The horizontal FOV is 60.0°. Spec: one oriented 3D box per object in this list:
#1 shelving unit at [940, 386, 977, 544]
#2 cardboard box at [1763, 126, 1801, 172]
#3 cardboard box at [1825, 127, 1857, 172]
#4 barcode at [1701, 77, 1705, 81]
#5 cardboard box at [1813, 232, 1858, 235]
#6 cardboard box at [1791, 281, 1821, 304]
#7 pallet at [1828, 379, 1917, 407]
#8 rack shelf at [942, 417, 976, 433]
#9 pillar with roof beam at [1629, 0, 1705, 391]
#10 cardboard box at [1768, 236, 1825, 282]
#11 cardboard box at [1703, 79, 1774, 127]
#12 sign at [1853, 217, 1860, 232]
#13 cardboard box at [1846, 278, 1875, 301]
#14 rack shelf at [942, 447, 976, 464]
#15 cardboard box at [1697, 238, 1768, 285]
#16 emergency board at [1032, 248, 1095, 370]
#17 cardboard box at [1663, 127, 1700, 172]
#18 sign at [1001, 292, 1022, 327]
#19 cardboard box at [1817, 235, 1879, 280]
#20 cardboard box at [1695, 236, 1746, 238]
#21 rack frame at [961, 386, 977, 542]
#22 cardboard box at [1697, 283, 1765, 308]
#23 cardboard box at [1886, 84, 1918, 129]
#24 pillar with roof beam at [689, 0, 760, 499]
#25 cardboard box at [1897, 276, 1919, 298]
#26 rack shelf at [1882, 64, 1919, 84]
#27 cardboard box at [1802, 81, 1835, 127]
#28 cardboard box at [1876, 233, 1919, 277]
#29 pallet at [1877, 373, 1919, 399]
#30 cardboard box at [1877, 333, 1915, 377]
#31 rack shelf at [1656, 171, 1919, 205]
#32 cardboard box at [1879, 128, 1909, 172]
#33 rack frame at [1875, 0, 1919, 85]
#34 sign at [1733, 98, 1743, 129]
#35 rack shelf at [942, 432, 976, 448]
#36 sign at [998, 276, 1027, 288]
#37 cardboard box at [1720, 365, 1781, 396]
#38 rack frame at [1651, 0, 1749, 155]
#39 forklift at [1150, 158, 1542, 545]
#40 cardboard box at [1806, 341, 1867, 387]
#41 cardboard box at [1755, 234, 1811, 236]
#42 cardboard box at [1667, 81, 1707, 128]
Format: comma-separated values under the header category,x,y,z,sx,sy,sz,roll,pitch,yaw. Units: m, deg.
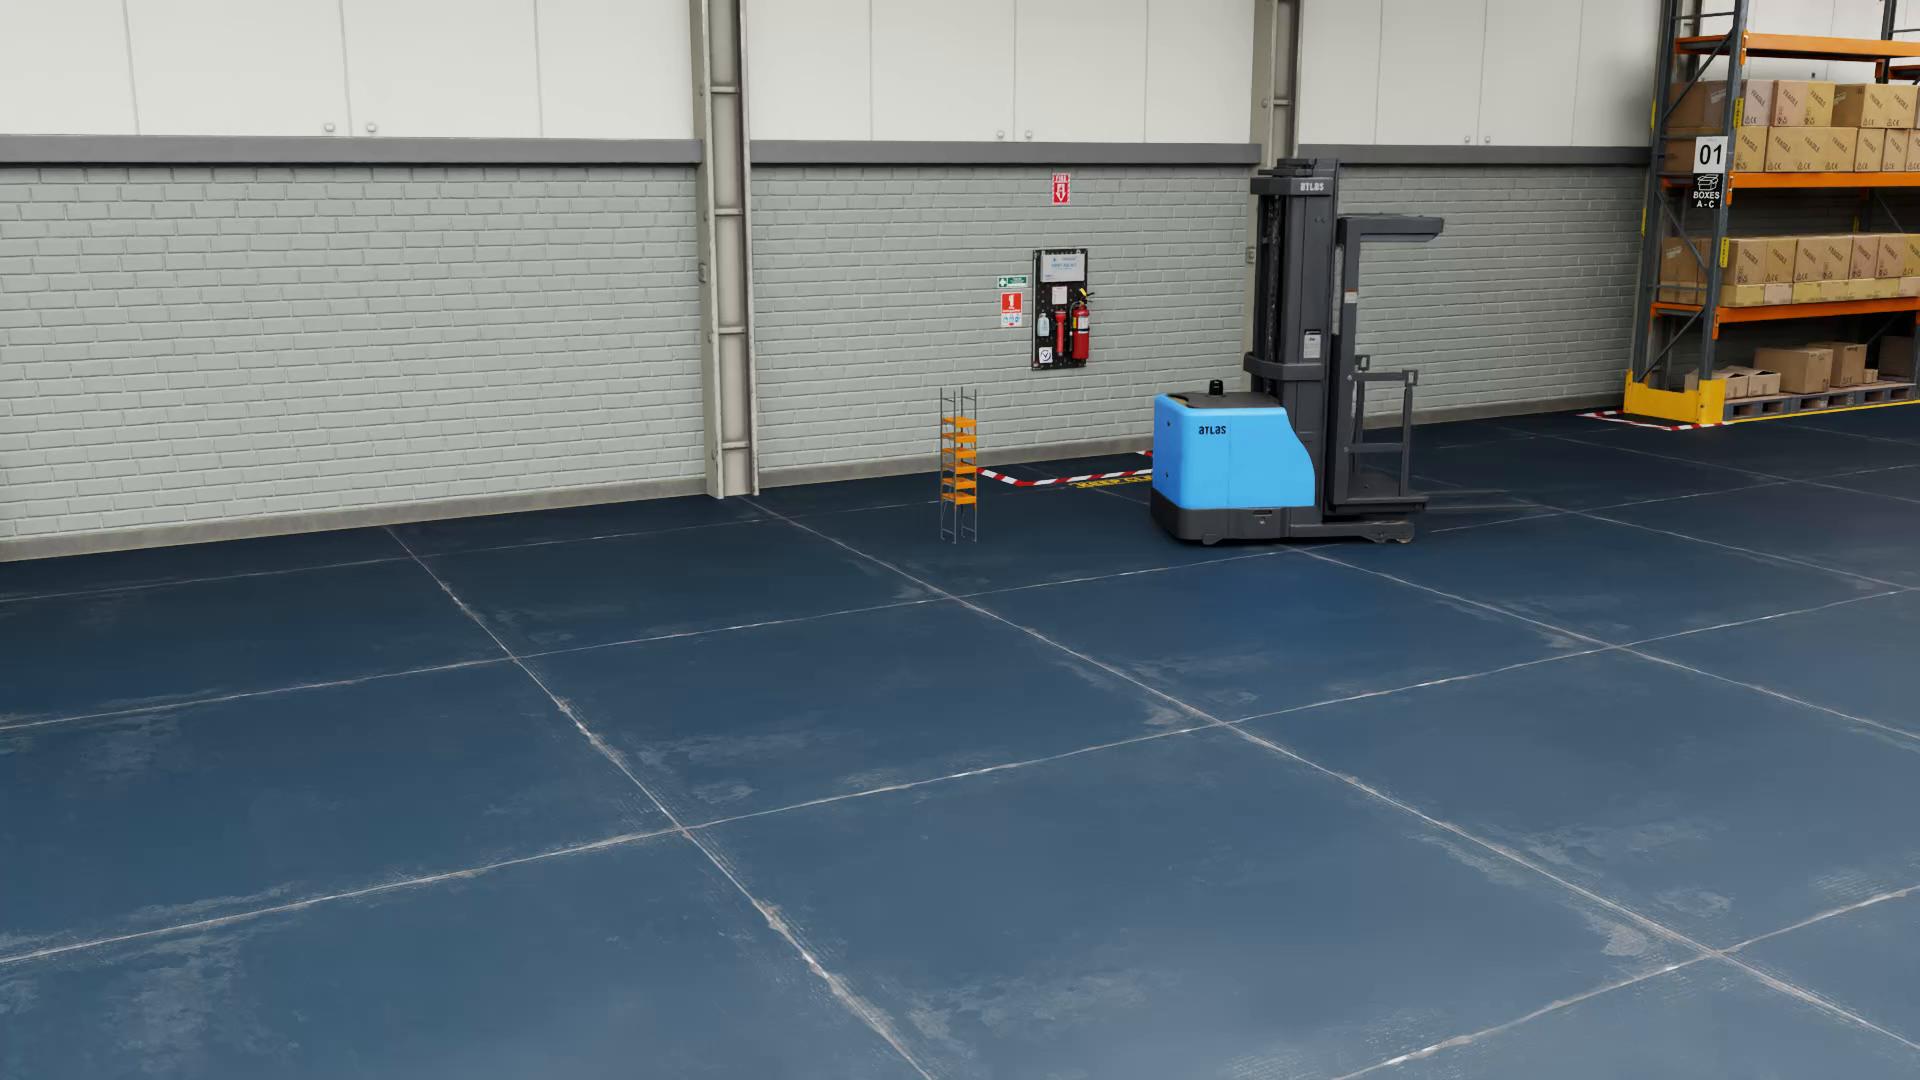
category,x,y,z,sx,sy,sz,roll,pitch,yaw
shelving unit,-0.013,-0.584,12.971,0.189,1.200,0.258,-7,14,-28
cardboard box,9.190,-4.459,18.985,0.500,0.500,0.500,-6,14,-24
cardboard box,10.104,-4.575,19.499,0.500,0.500,0.500,-6,14,-24
barcode,8.672,-5.364,19.409,0.075,0.075,0.001,-7,14,-28
cardboard box,10.831,-3.561,20.687,0.500,0.500,0.500,-7,14,-28
cardboard box,9.768,-2.937,19.623,0.500,0.250,0.500,-7,15,-29
pallet,11.227,-1.883,20.996,1.213,0.211,1.003,-7,14,-28
rack shelf,-0.013,-0.892,12.901,0.180,0.103,0.258,-7,14,-28
pillar with roof beam,10.551,-5.238,15.887,0.400,9.000,9.100,-7,14,-28
cardboard box,9.747,-3.298,19.521,0.500,0.500,0.500,-7,15,-30
cardboard box,8.743,-4.904,18.684,0.500,0.500,0.500,-8,15,-32
sign,11.531,-3.993,21.381,0.005,0.325,0.100,-7,14,-28
cardboard box,10.654,-3.043,20.093,0.500,0.250,0.500,-7,14,-28
rack shelf,-0.013,-0.658,12.954,0.180,0.103,0.258,-7,14,-28
cardboard box,8.852,-3.195,19.062,0.500,0.500,0.500,-7,14,-28
emergency board,1.035,-2.257,16.305,0.643,1.169,0.194,-7,14,-28
cardboard box,8.534,-4.515,19.234,0.500,0.500,0.500,-6,14,-24
sign,0.500,-2.236,16.131,0.234,0.329,0.001,-7,14,-28
cardboard box,10.650,-3.410,20.016,0.500,0.500,0.500,-7,15,-29
cardboard box,9.047,-3.344,19.726,0.500,0.500,0.500,-7,14,-27
rack frame,0.068,-0.593,13.013,0.006,1.200,0.240,-7,14,-28
cardboard box,8.869,-2.827,19.135,0.500,0.250,0.500,-7,15,-29
cardboard box,11.011,-5.166,19.849,0.500,0.500,0.500,-6,14,-25
pillar with roof beam,0.019,-3.975,10.278,0.400,9.000,9.100,-7,14,-28
cardboard box,11.529,-3.149,20.568,0.500,0.250,0.500,-7,14,-28
rack shelf,13.555,-5.912,21.433,4.000,0.370,1.077,-7,14,-28
cardboard box,9.652,-5.003,19.125,0.500,0.500,0.500,-6,14,-26
cardboard box,11.533,-3.514,20.480,0.500,0.500,0.500,-7,14,-28
pallet,12.482,-2.043,21.706,1.213,0.211,1.003,-7,14,-28
cardboard box,12.438,-2.397,21.619,0.500,0.500,0.700,-6,14,-26
rack shelf,10.044,-4.223,19.849,4.000,0.370,1.077,-7,14,-28
cardboard box,11.025,-4.691,20.019,0.500,0.500,0.500,-8,15,-33
rack frame,11.800,-6.248,20.376,0.127,3.000,1.000,-7,14,-28
sign,8.549,-4.686,18.275,0.005,0.325,0.100,-7,14,-28
rack shelf,-0.013,-0.775,12.928,0.180,0.103,0.258,-7,14,-28
sign,0.508,-2.493,16.067,0.331,0.109,0.001,-7,14,-28
cardboard box,9.439,-1.919,19.924,0.500,0.311,0.500,-6,14,-23
rack frame,8.289,-5.827,18.506,0.127,3.000,1.000,-7,14,-28
forklift,3.123,-1.516,13.171,3.031,2.935,1.130,-2,13,-7
cardboard box,10.908,-2.199,20.741,0.500,0.500,0.500,-8,15,-32
cardboard box,9.941,-3.452,20.206,0.500,0.500,0.500,-7,14,-27
cardboard box,8.542,-5.006,19.138,0.500,0.500,0.500,-6,14,-25
